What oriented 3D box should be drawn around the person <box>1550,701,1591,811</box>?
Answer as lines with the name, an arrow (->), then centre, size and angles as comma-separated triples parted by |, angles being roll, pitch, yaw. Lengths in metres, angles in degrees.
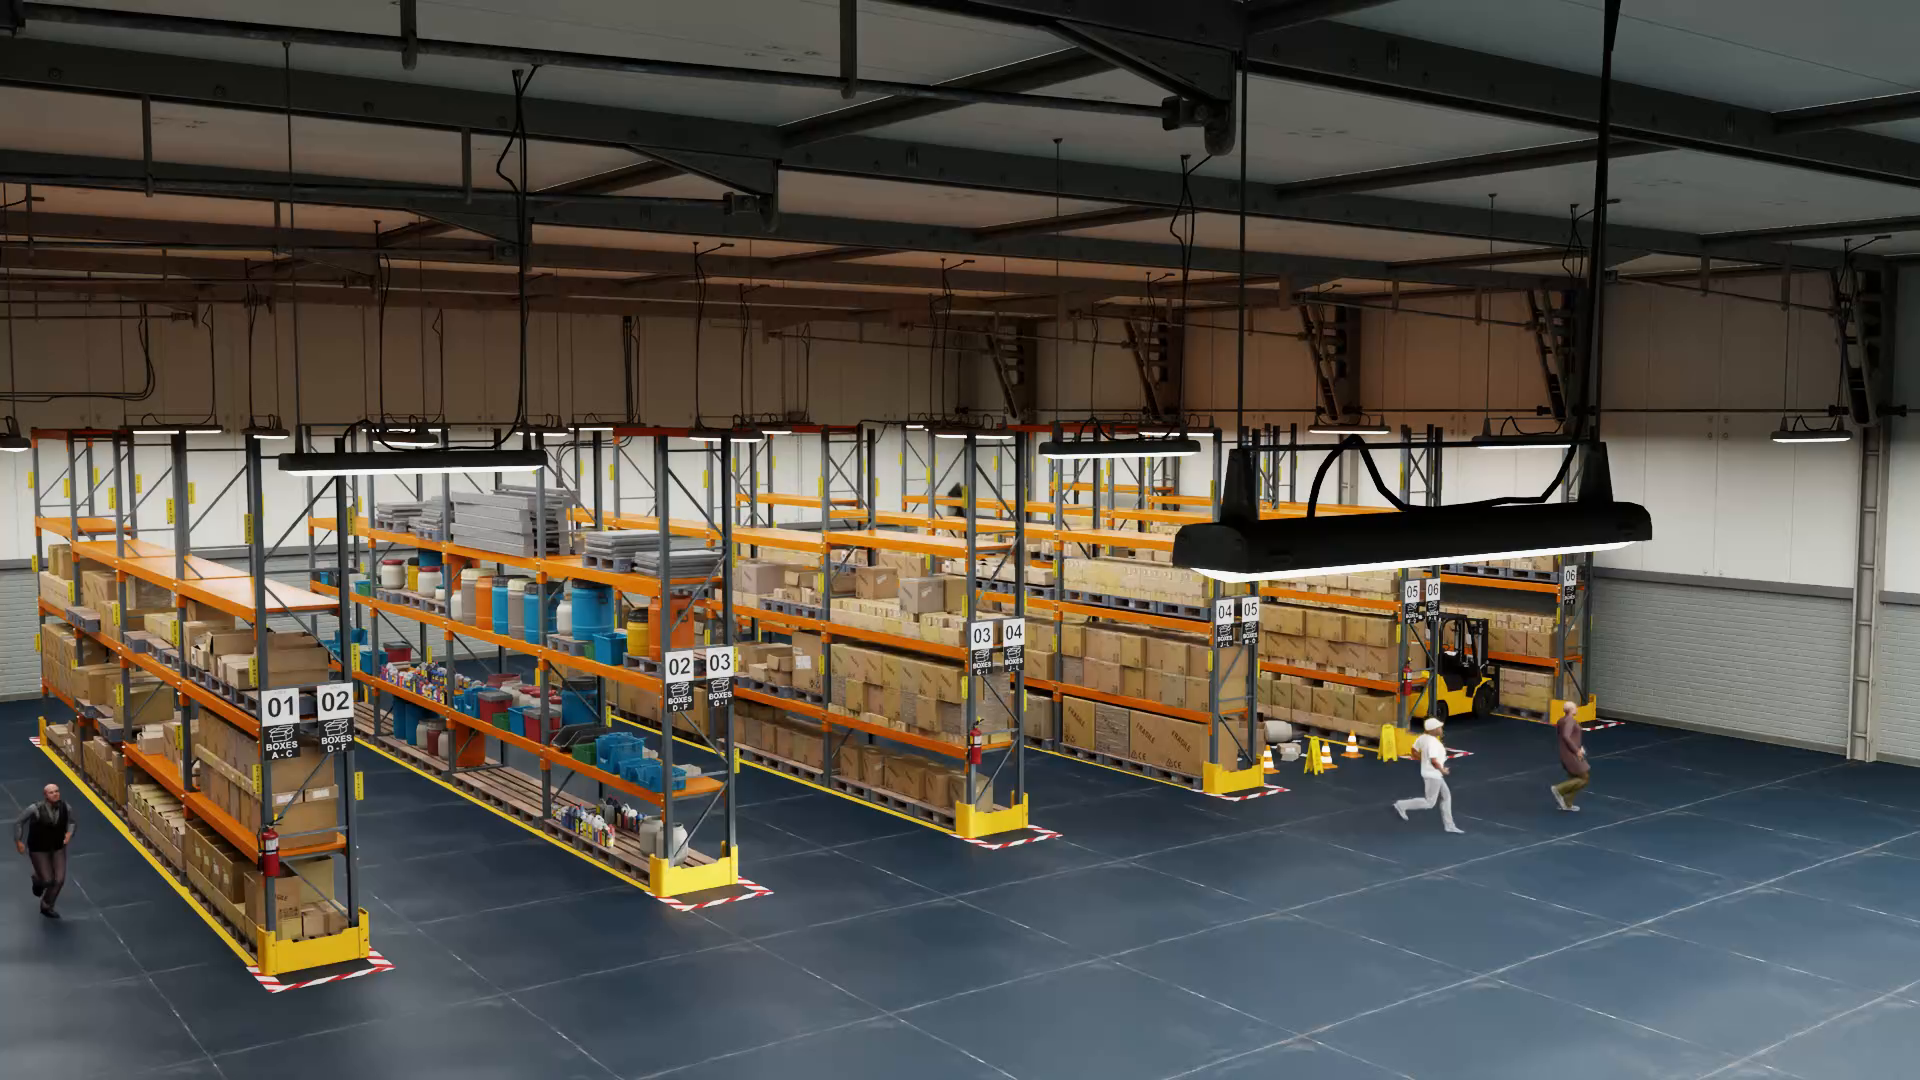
person -> 9.614, 3.383, 26.202 | 0.587, 1.665, 0.715 | 0, 4, 6

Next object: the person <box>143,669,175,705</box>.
person -> -15.692, 2.880, 32.745 | 0.610, 1.741, 0.799 | 1, 5, 16

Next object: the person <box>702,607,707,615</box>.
person -> -6.213, 2.367, 40.487 | 0.607, 1.608, 0.707 | 0, 5, 6

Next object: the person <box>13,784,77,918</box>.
person -> -11.408, 3.883, 20.799 | 0.682, 1.674, 0.693 | 4, 6, 41

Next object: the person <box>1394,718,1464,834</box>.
person -> 7.023, 3.533, 24.834 | 1.063, 1.754, 0.675 | 1, 5, 7
